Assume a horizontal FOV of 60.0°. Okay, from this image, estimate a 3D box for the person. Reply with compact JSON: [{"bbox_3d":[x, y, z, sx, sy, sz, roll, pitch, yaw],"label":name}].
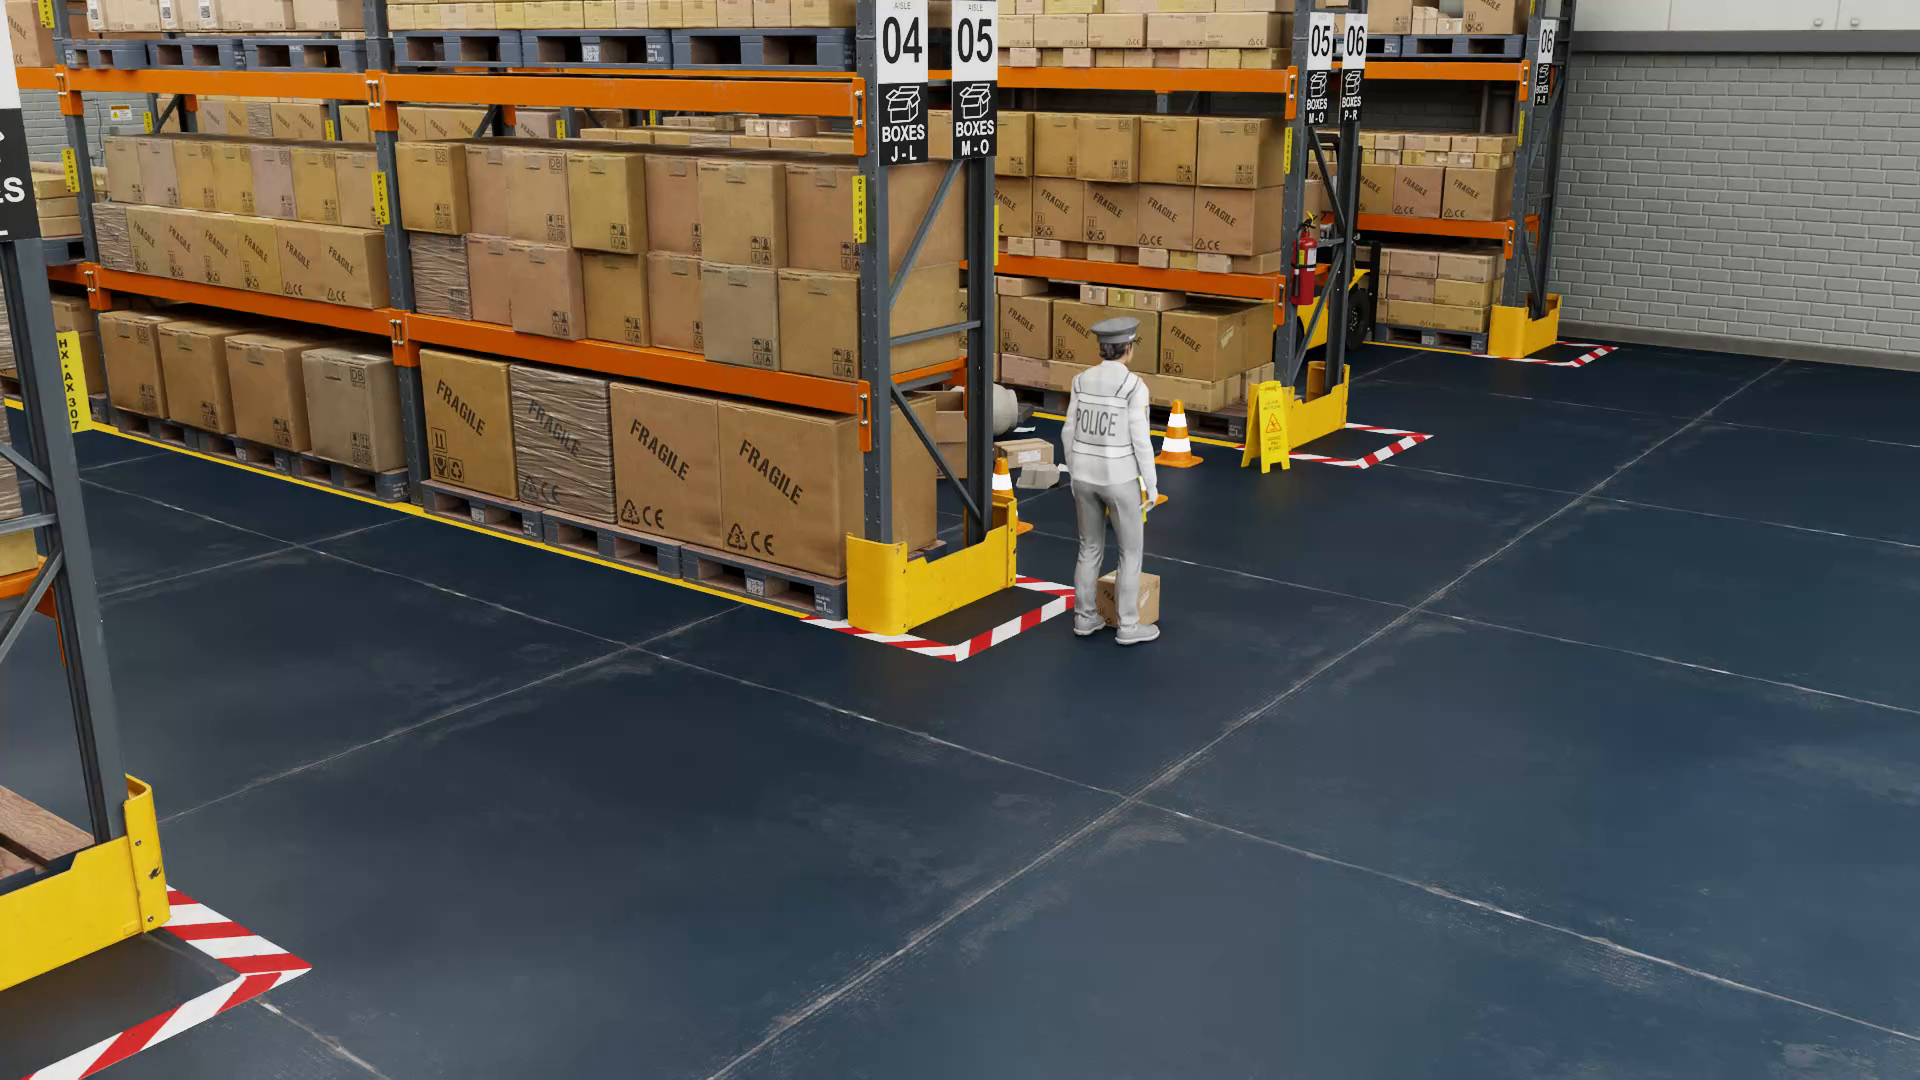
[{"bbox_3d":[0.766,-0.299,8.531,0.529,1.664,0.371,12,21,35],"label":"person"}]
